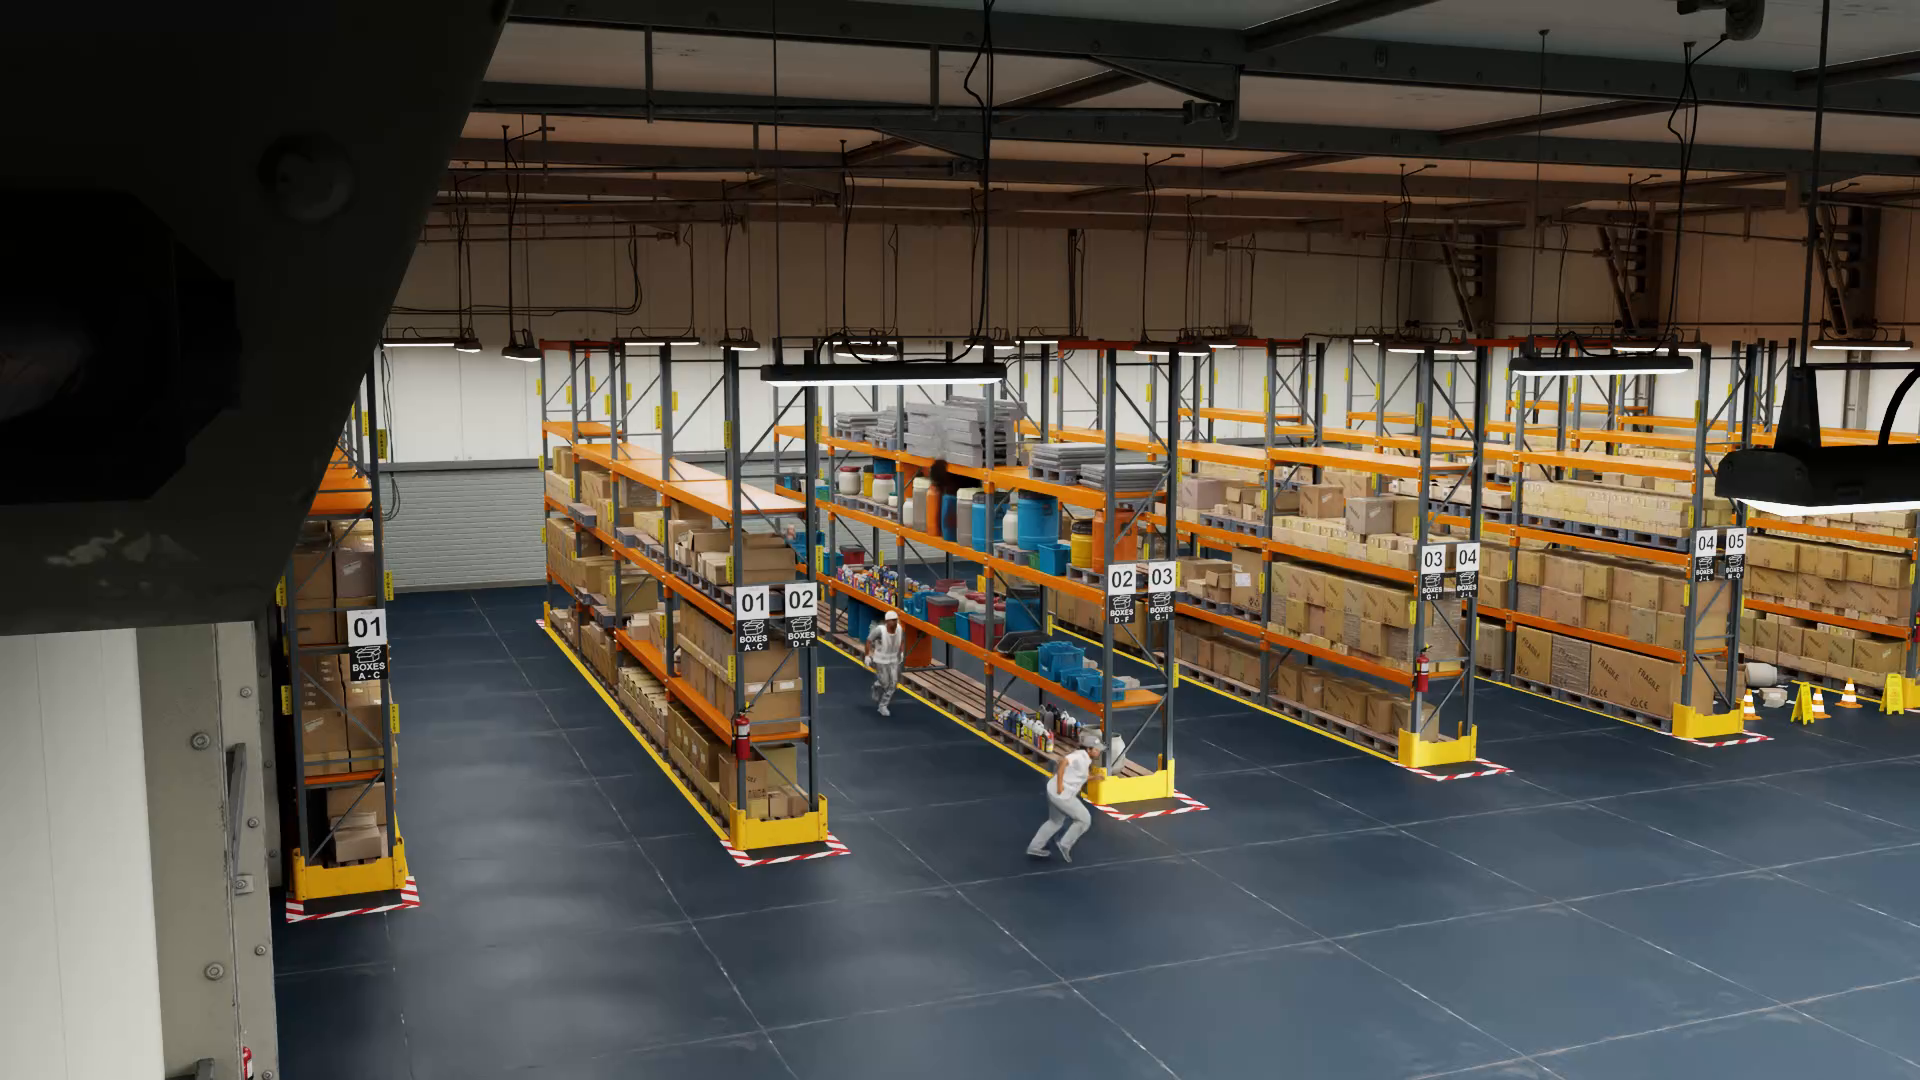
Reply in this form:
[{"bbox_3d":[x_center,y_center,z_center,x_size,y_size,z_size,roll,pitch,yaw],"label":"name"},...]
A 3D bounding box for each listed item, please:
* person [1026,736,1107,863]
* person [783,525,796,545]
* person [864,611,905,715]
[{"bbox_3d":[1.246,3.056,19.547,0.940,1.546,0.642,1,7,5],"label":"person"},{"bbox_3d":[-4.067,0.495,38.953,0.652,1.715,0.909,4,9,30],"label":"person"},{"bbox_3d":[-1.220,1.973,27.068,0.682,1.712,0.685,-5,9,-36],"label":"person"}]
